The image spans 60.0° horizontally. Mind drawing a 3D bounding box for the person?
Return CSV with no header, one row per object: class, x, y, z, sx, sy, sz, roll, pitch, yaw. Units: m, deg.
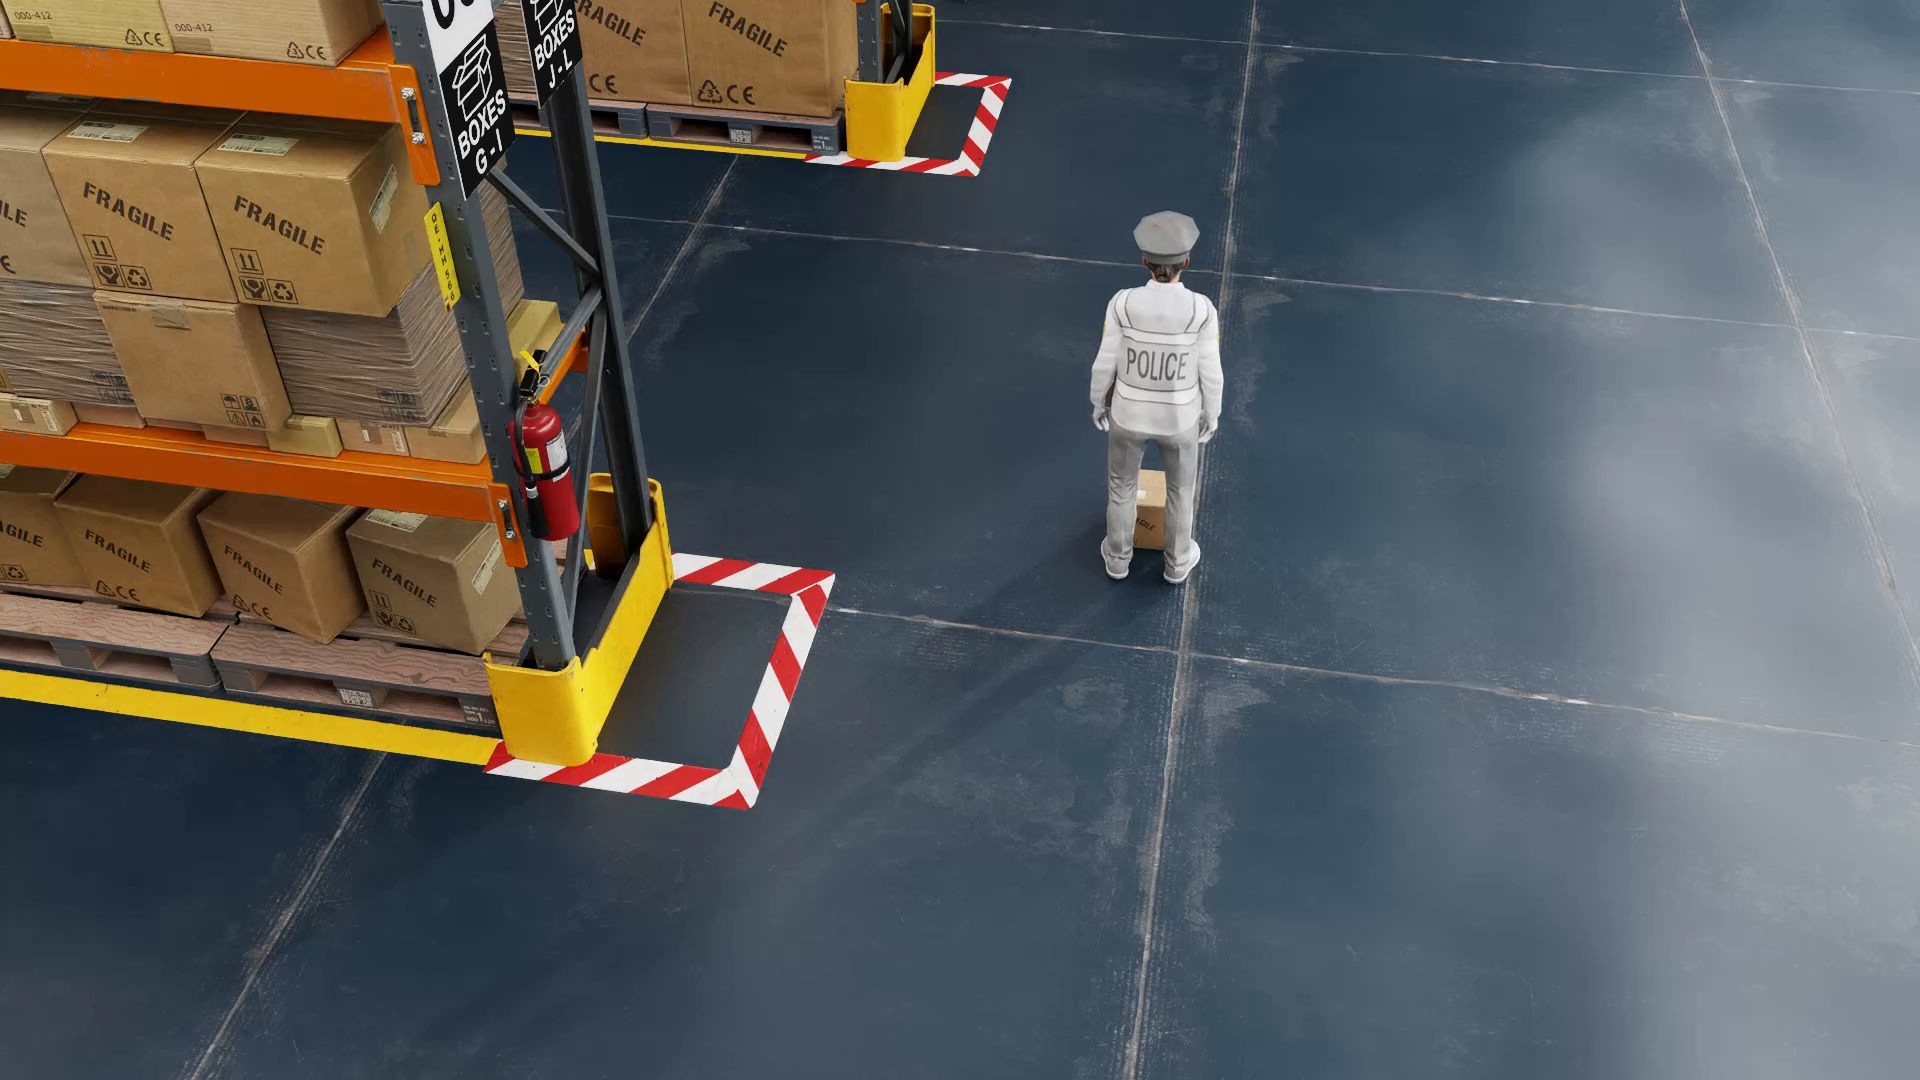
person,0.790,-0.516,6.753,0.529,1.663,0.372,7,41,8
